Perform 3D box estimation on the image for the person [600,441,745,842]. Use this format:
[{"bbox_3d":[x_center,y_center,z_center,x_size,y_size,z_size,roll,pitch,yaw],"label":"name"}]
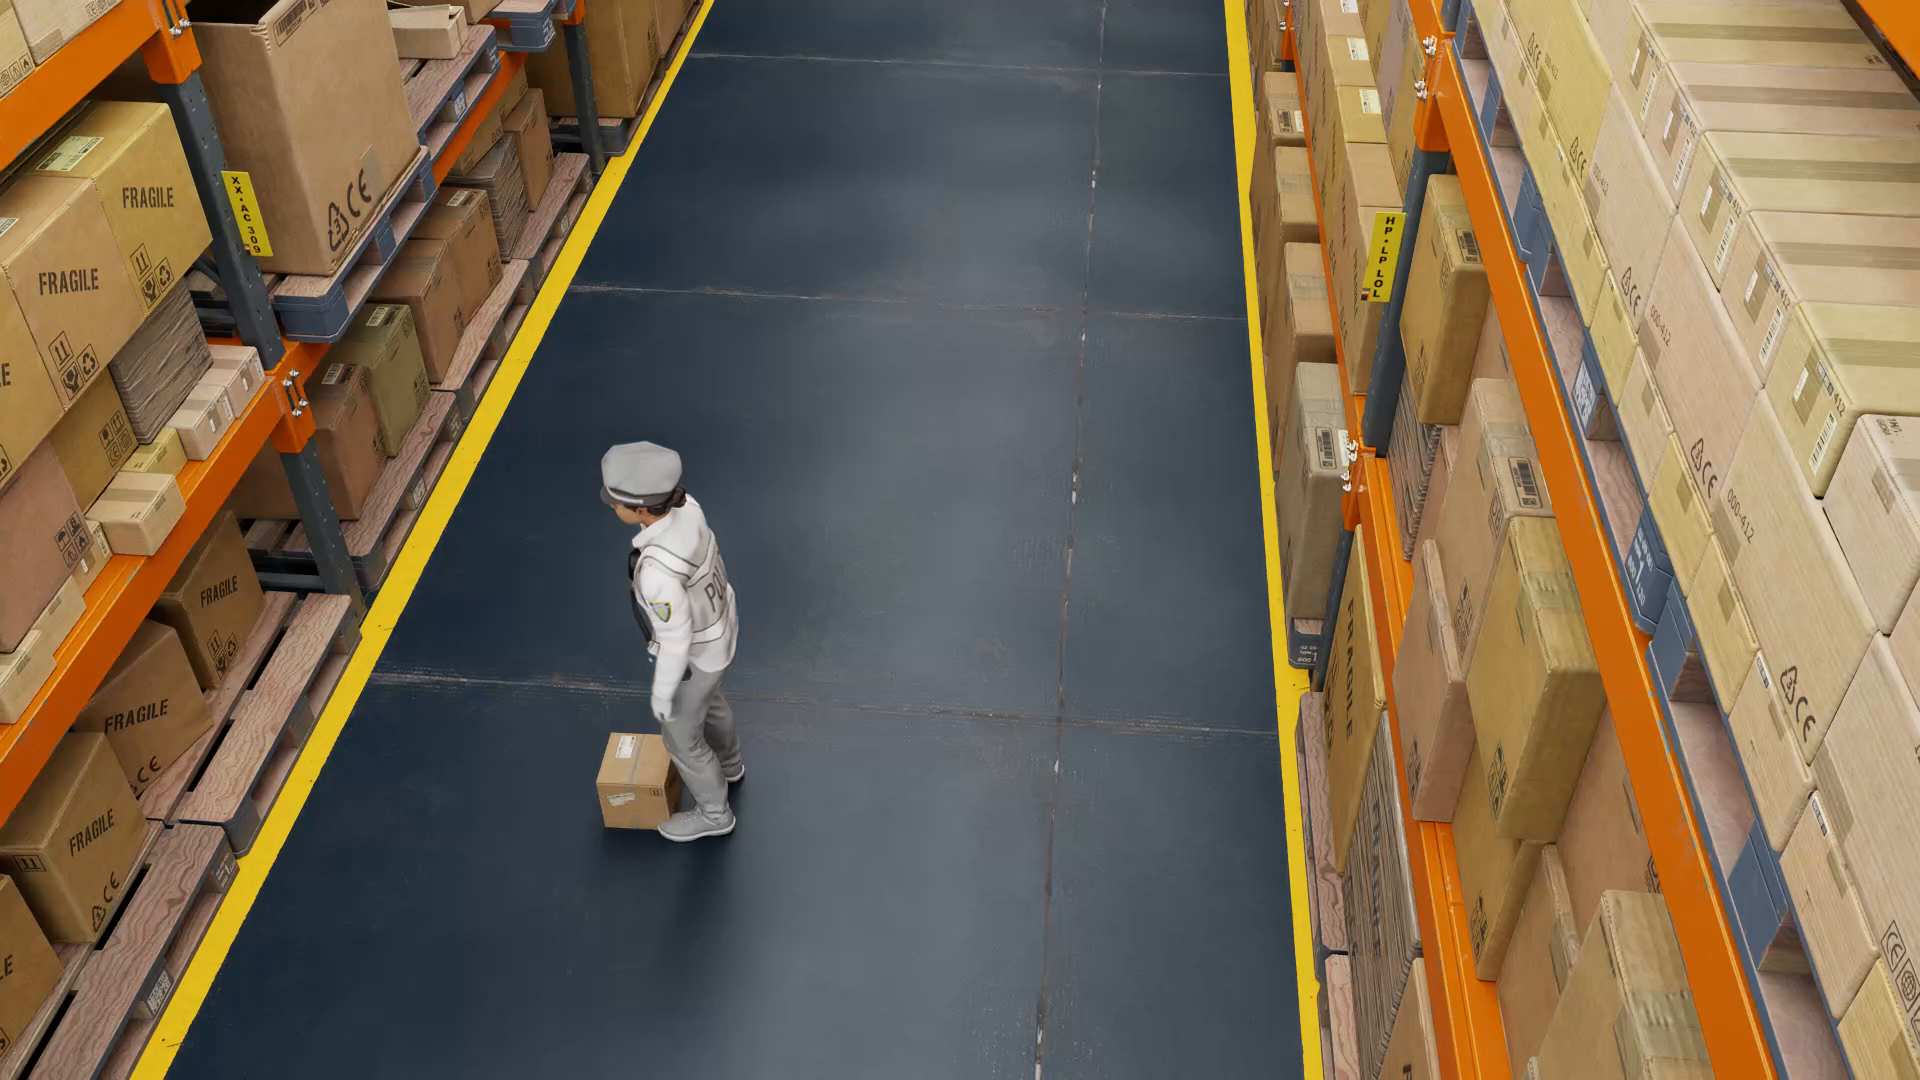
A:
[{"bbox_3d":[-0.949,0.372,5.713,0.370,1.666,0.545,2,40,2],"label":"person"}]
